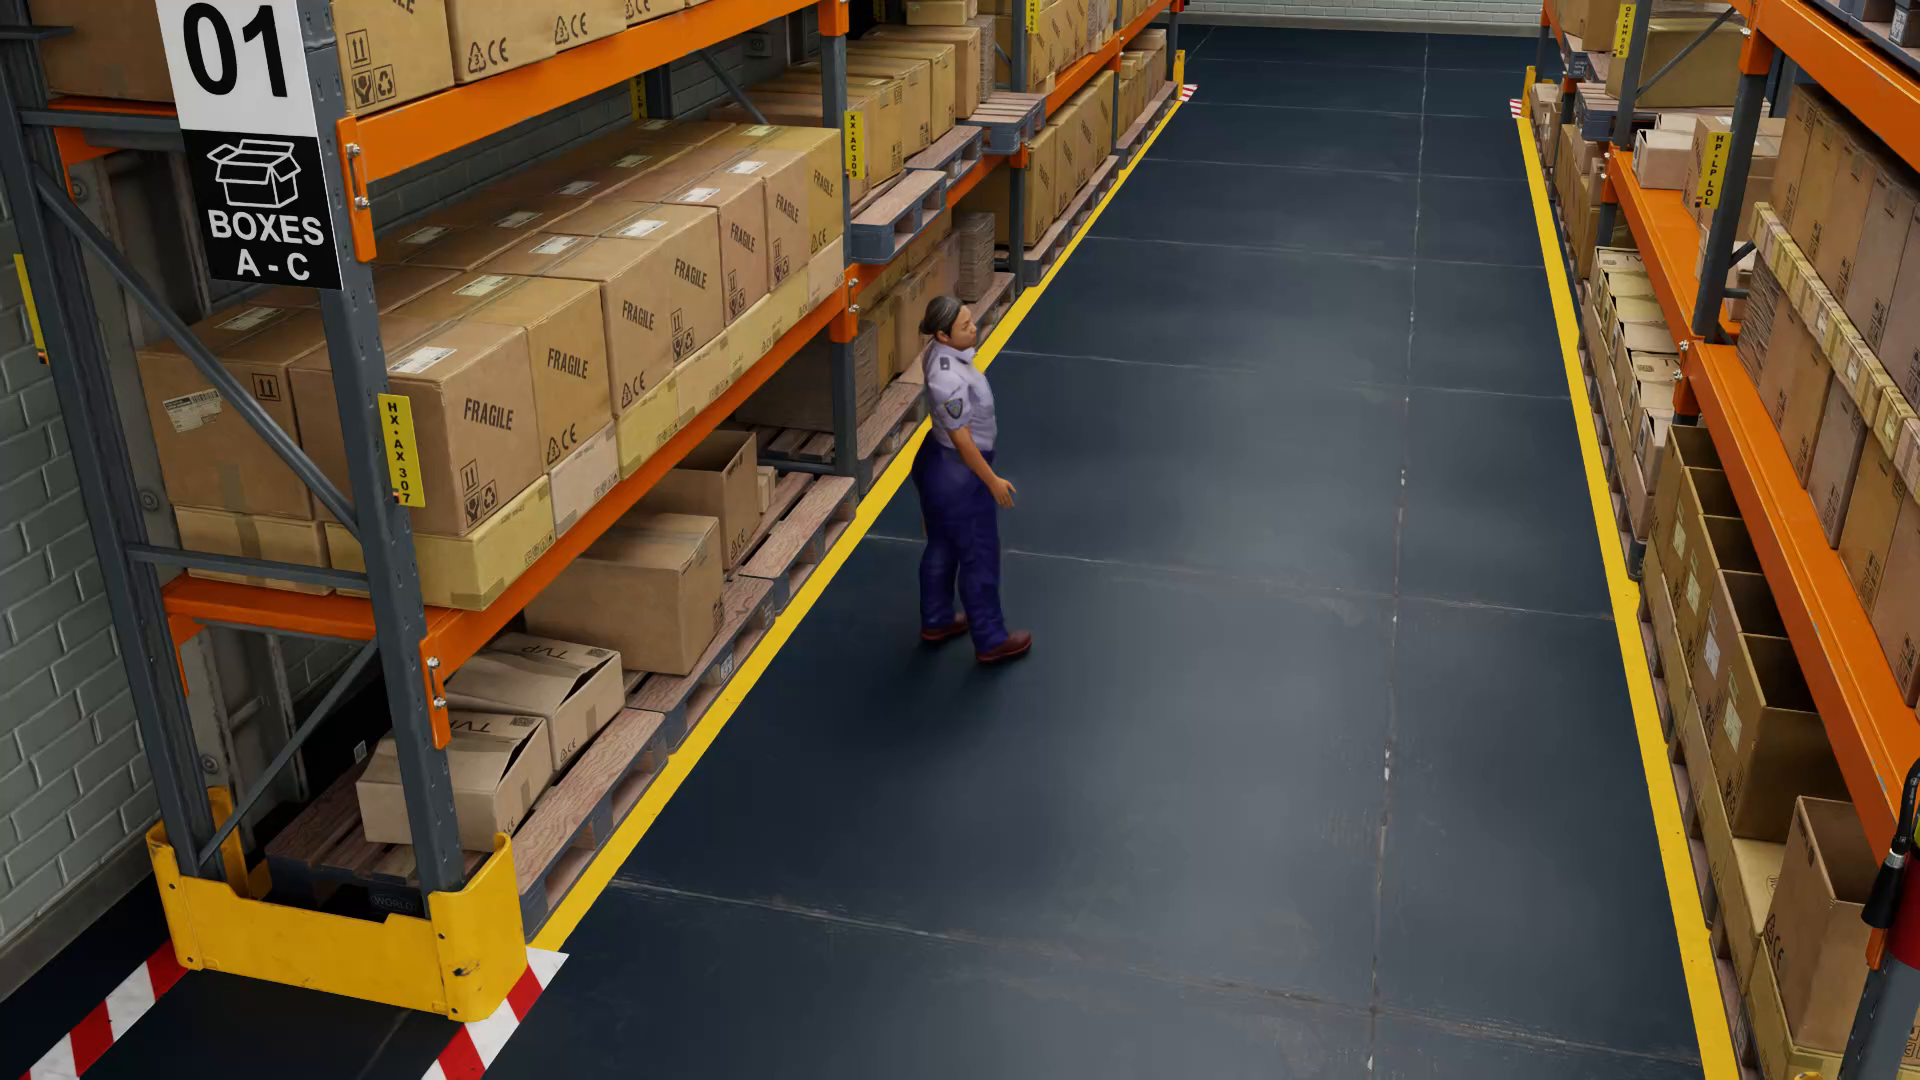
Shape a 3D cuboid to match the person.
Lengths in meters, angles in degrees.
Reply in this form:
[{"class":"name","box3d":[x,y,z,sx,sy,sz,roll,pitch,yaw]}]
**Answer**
[{"class":"person","box3d":[0.001,-0.303,7.145,0.396,1.581,0.494,-5,26,-11]}]
